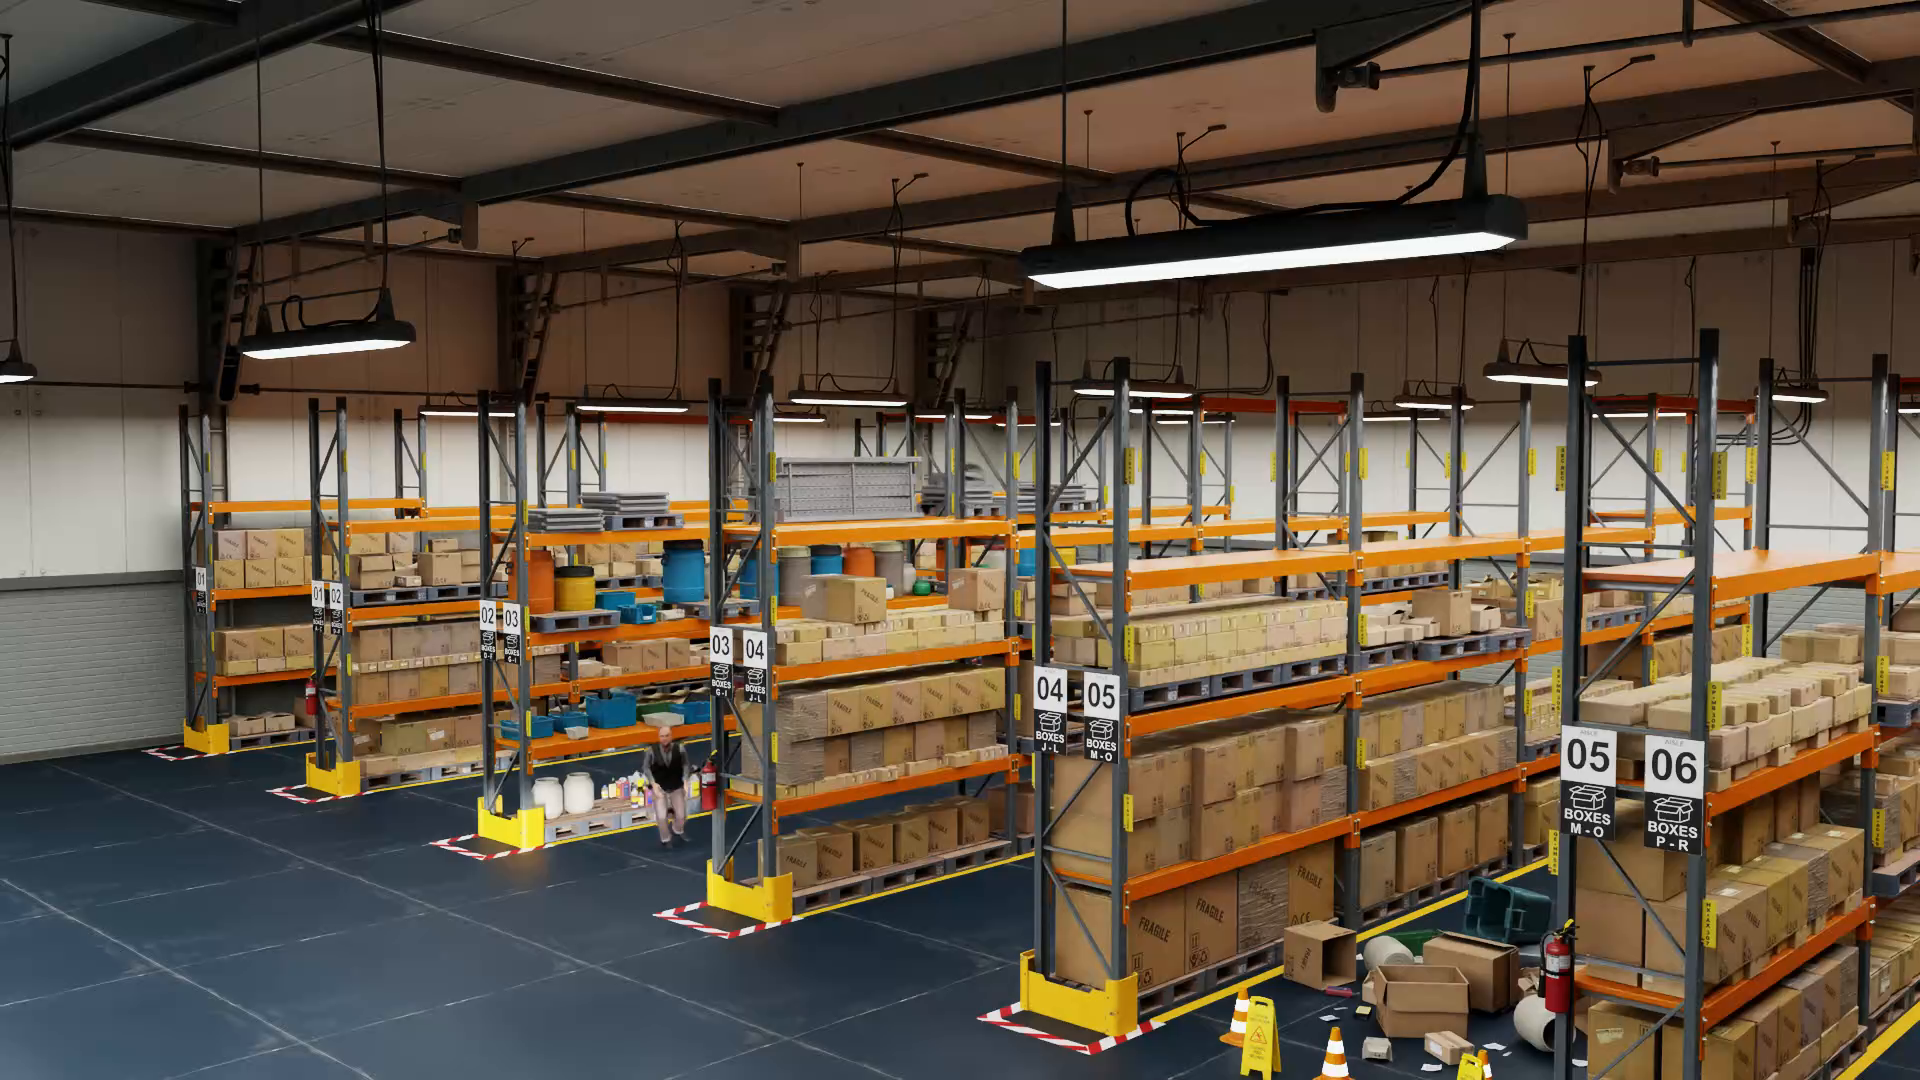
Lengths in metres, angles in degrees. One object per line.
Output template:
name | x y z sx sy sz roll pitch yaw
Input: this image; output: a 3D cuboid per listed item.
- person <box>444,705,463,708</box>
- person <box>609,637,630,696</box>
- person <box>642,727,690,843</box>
person | -8.742 2.962 28.655 0.551 1.421 0.750 2 3 31
person | -6.666 2.588 32.895 0.661 1.712 0.572 1 3 22
person | -3.821 3.169 21.592 0.610 1.571 0.728 -1 3 -18
